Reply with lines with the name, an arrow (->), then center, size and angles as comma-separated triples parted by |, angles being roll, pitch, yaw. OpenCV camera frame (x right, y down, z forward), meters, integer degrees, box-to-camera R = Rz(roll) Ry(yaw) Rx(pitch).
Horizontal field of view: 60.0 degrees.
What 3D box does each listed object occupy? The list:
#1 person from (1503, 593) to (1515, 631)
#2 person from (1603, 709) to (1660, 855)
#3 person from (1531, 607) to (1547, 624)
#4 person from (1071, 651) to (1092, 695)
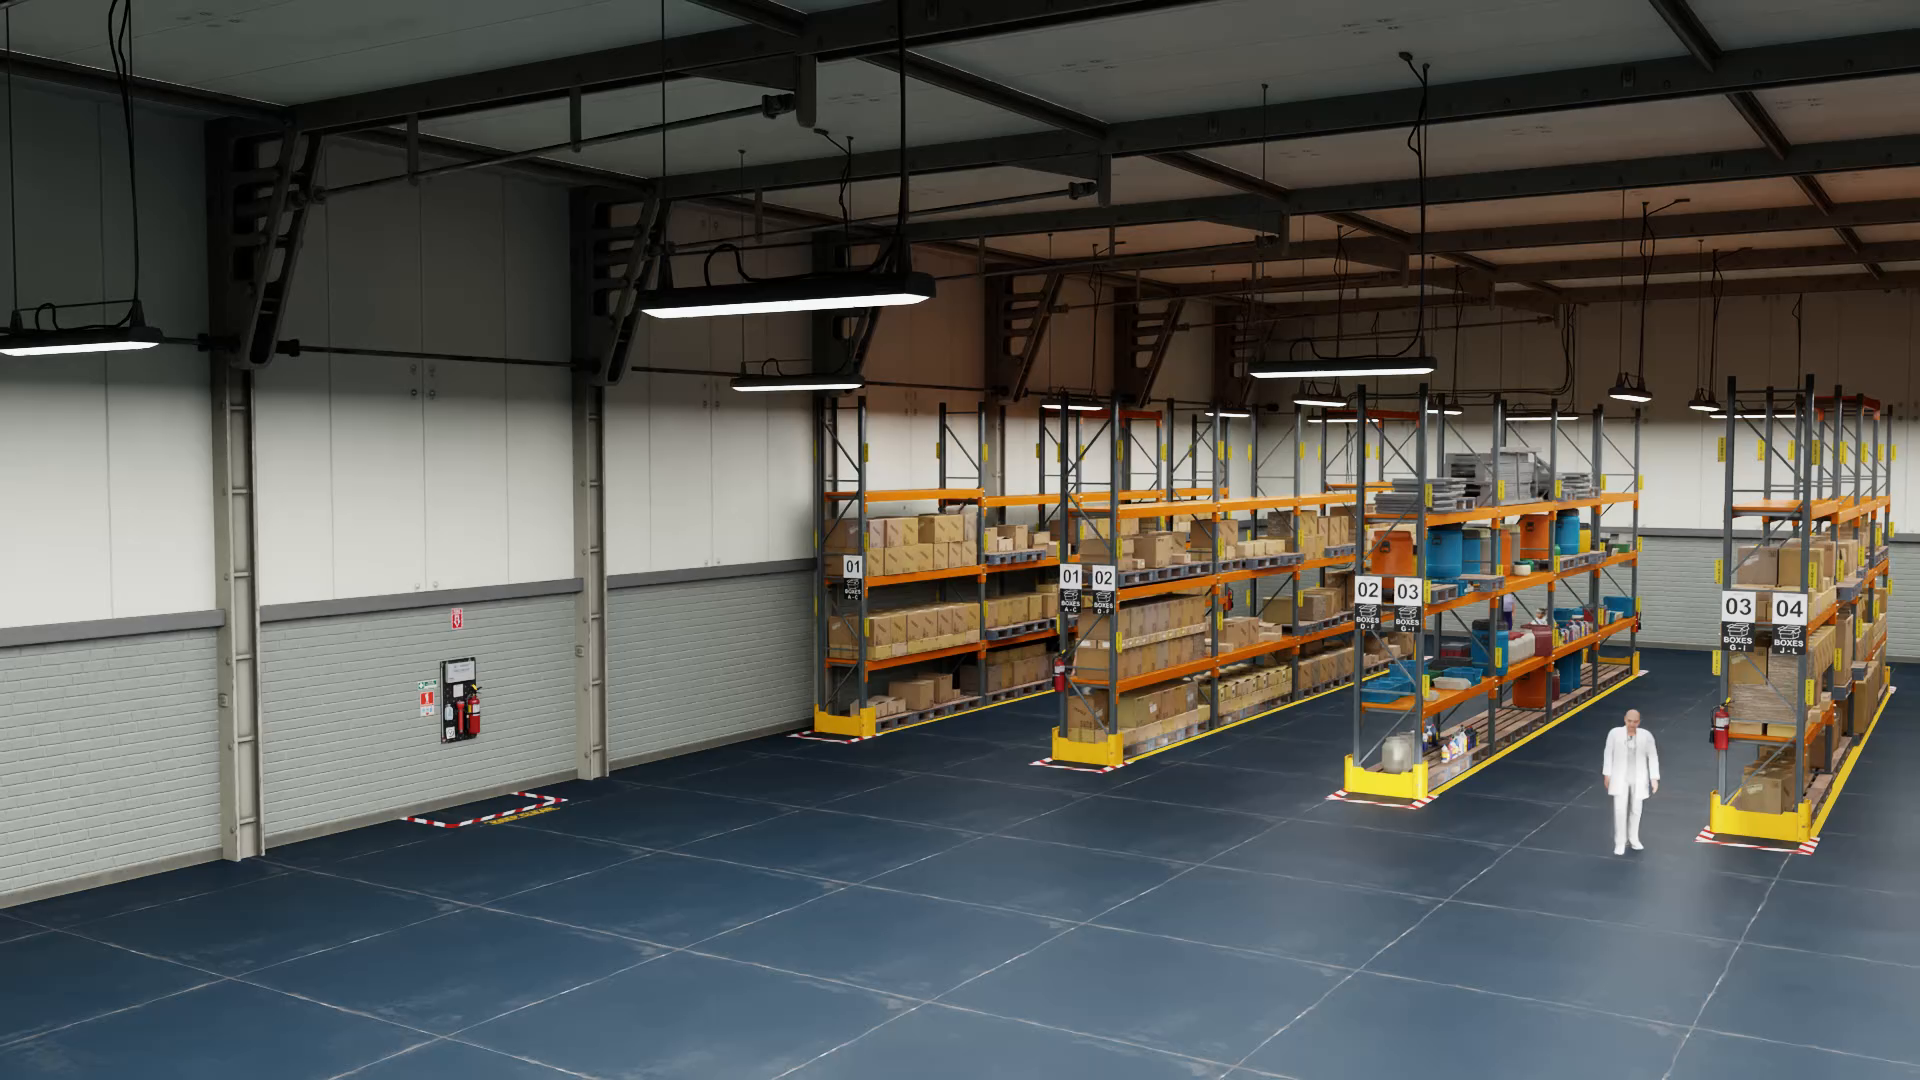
person -> 13.955, 1.942, 42.668 | 0.481, 1.607, 0.729 | -1, 3, -21
person -> 8.419, 3.039, 20.870 | 0.646, 1.856, 0.555 | 1, 3, 15
person -> 12.629, 2.256, 36.357 | 1.014, 1.607, 0.538 | -2, 4, -39
person -> 2.322, 2.528, 31.379 | 0.453, 1.610, 1.065 | 2, 4, 36
